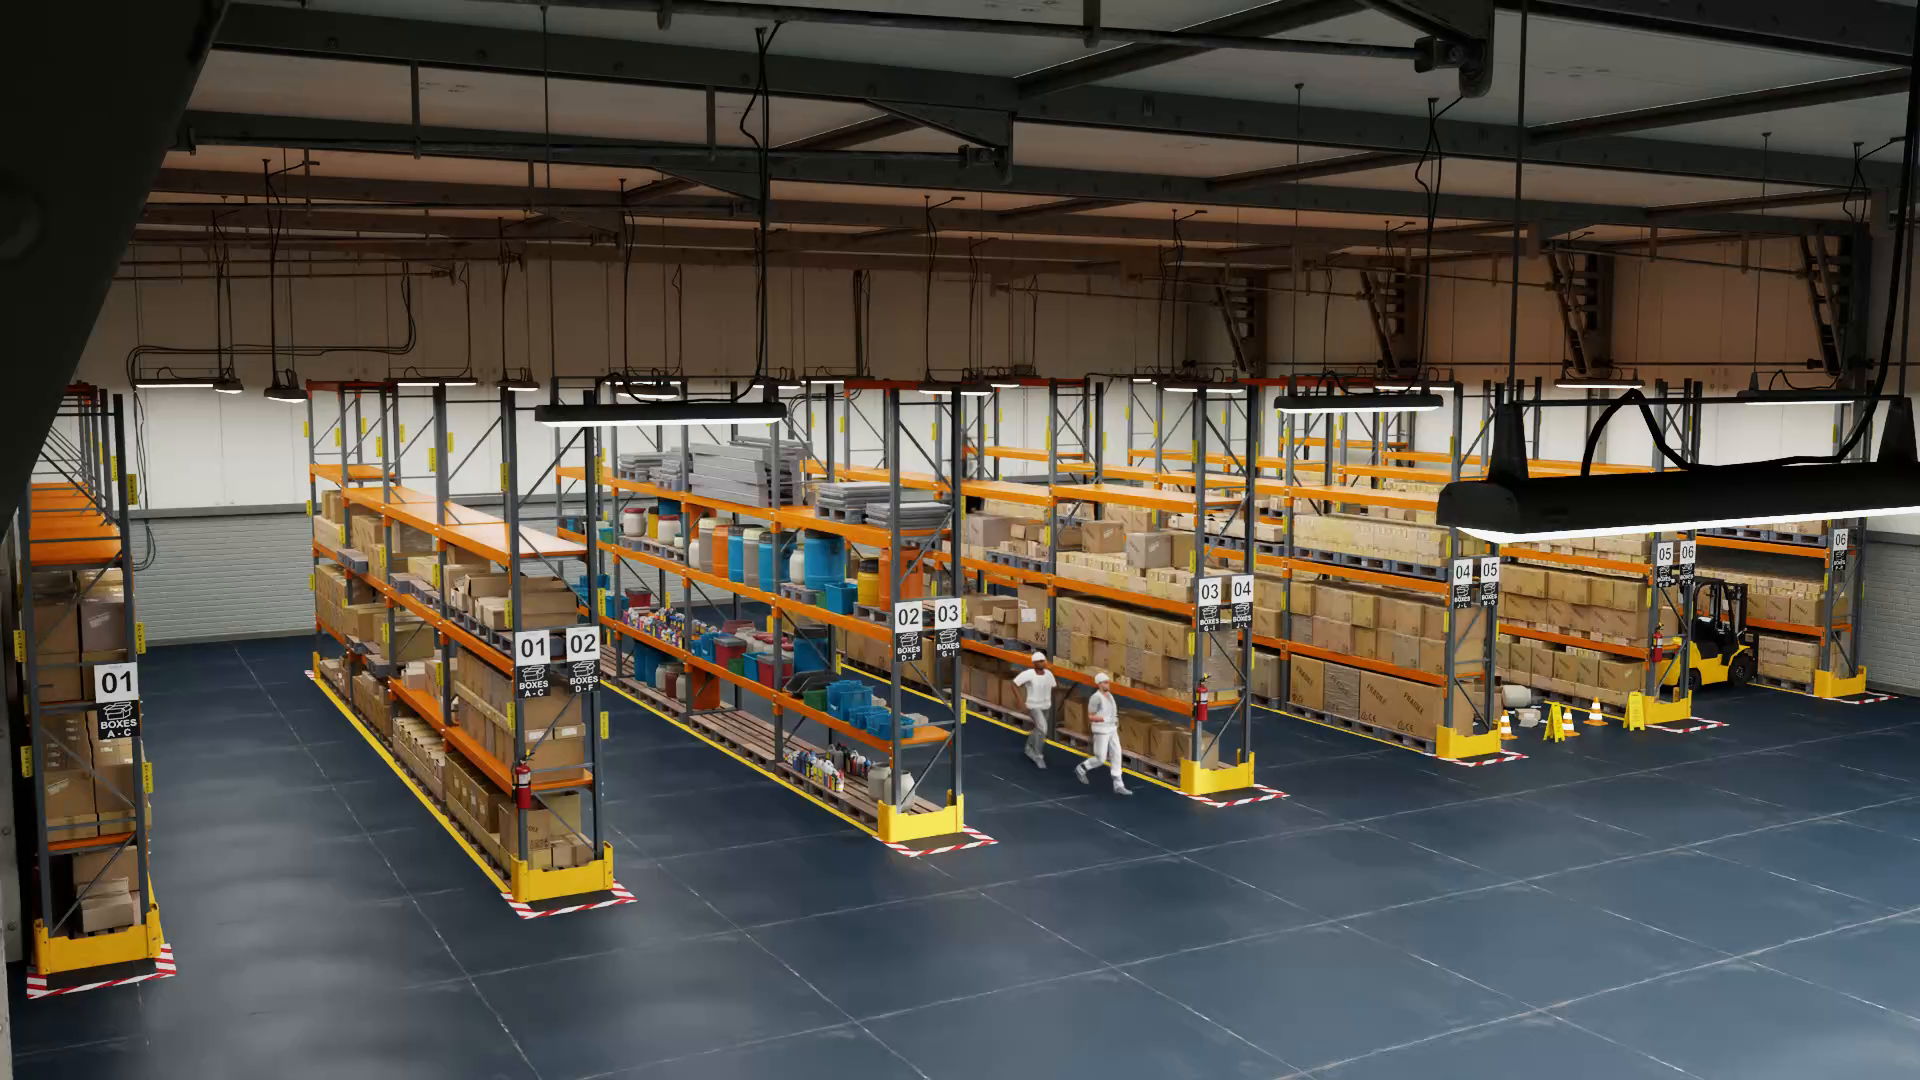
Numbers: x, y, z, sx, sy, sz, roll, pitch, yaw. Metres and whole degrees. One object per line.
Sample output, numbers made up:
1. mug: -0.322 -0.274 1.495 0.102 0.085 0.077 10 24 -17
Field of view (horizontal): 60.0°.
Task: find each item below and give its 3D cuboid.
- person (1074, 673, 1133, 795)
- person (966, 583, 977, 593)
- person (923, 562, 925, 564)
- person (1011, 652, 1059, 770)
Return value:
1. person: 2.121 2.828 24.411 0.967 1.761 0.659 5 8 40
2. person: 0.270 1.767 35.061 0.568 1.753 0.729 -5 8 -39
3. person: -1.122 1.144 41.111 0.854 1.785 0.736 3 7 26
4. person: 1.237 2.674 26.187 0.678 1.831 0.770 -5 8 -40
